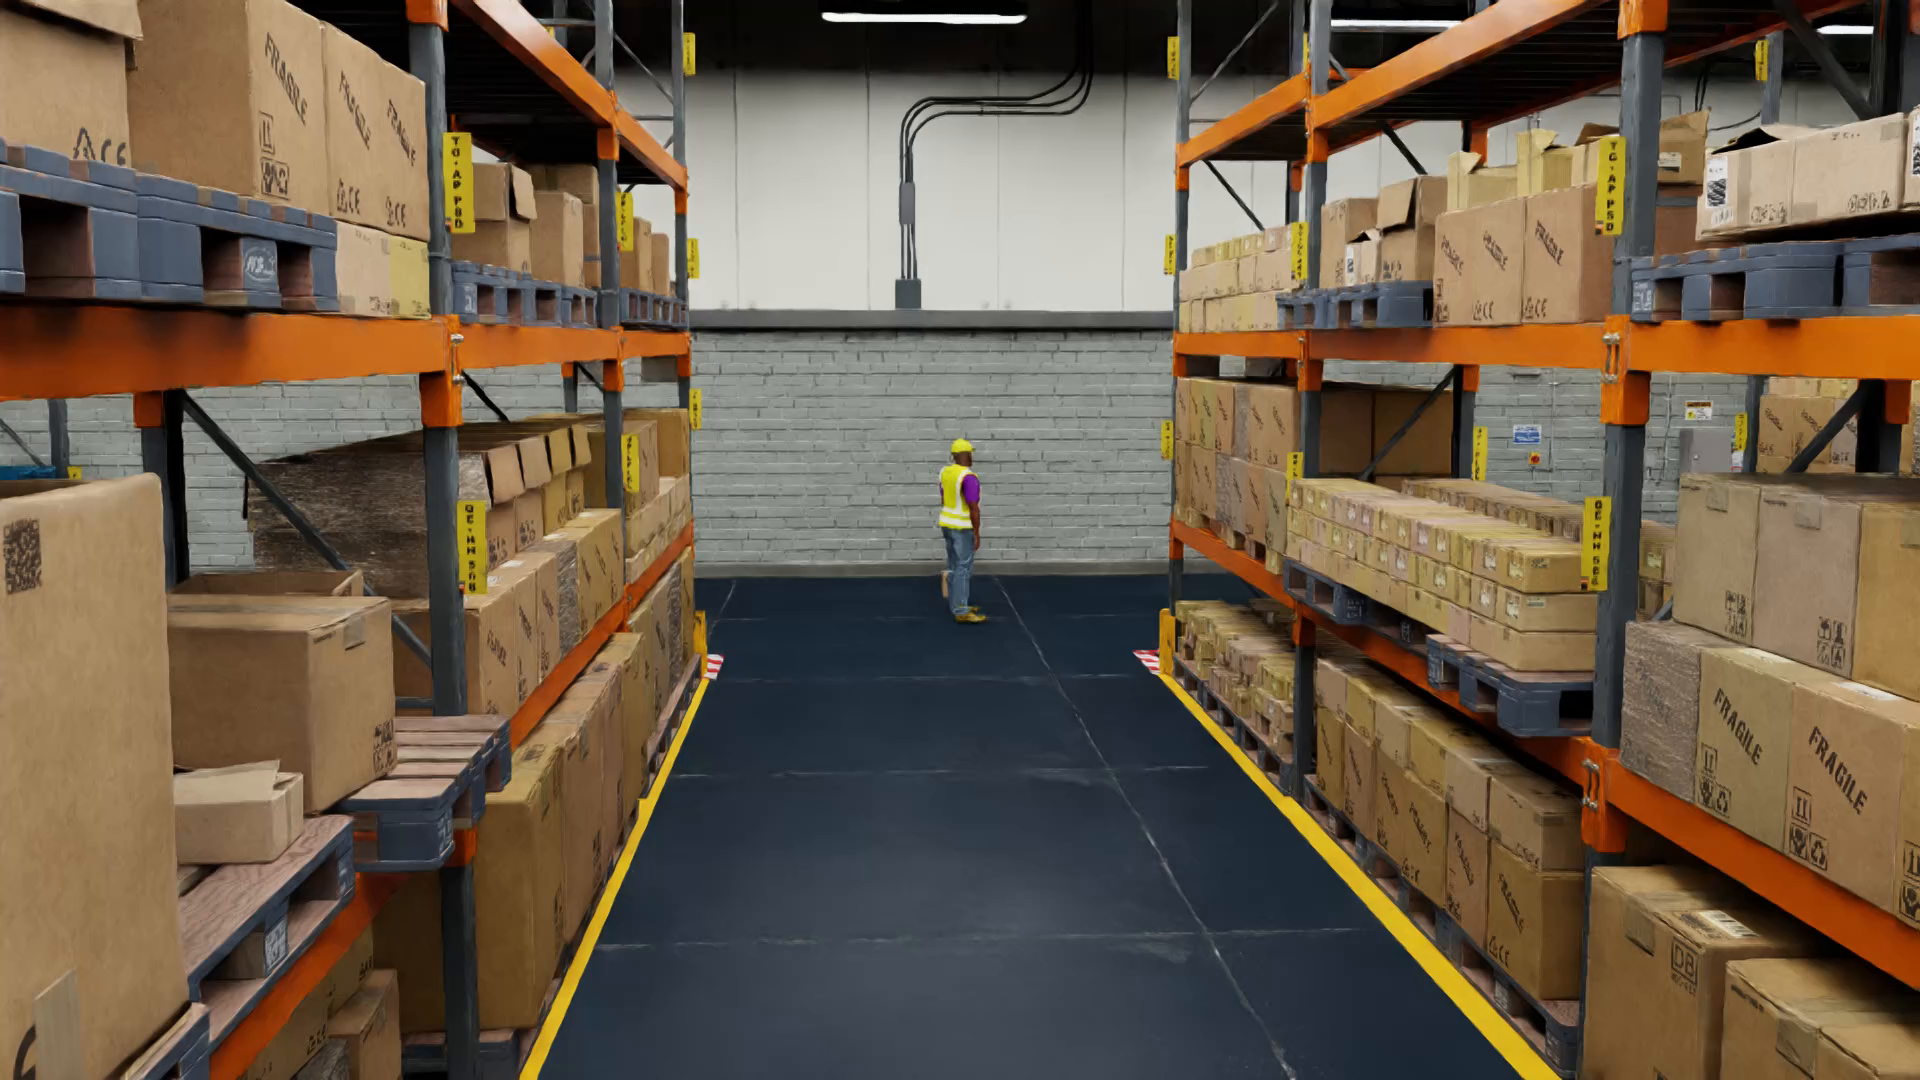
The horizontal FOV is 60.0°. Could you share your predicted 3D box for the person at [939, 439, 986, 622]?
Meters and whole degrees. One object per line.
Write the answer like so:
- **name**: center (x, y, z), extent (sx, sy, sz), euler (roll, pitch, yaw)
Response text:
- **person**: center (0.057, -0.112, 16.315), extent (0.462, 1.771, 0.622), euler (-4, 8, -32)
